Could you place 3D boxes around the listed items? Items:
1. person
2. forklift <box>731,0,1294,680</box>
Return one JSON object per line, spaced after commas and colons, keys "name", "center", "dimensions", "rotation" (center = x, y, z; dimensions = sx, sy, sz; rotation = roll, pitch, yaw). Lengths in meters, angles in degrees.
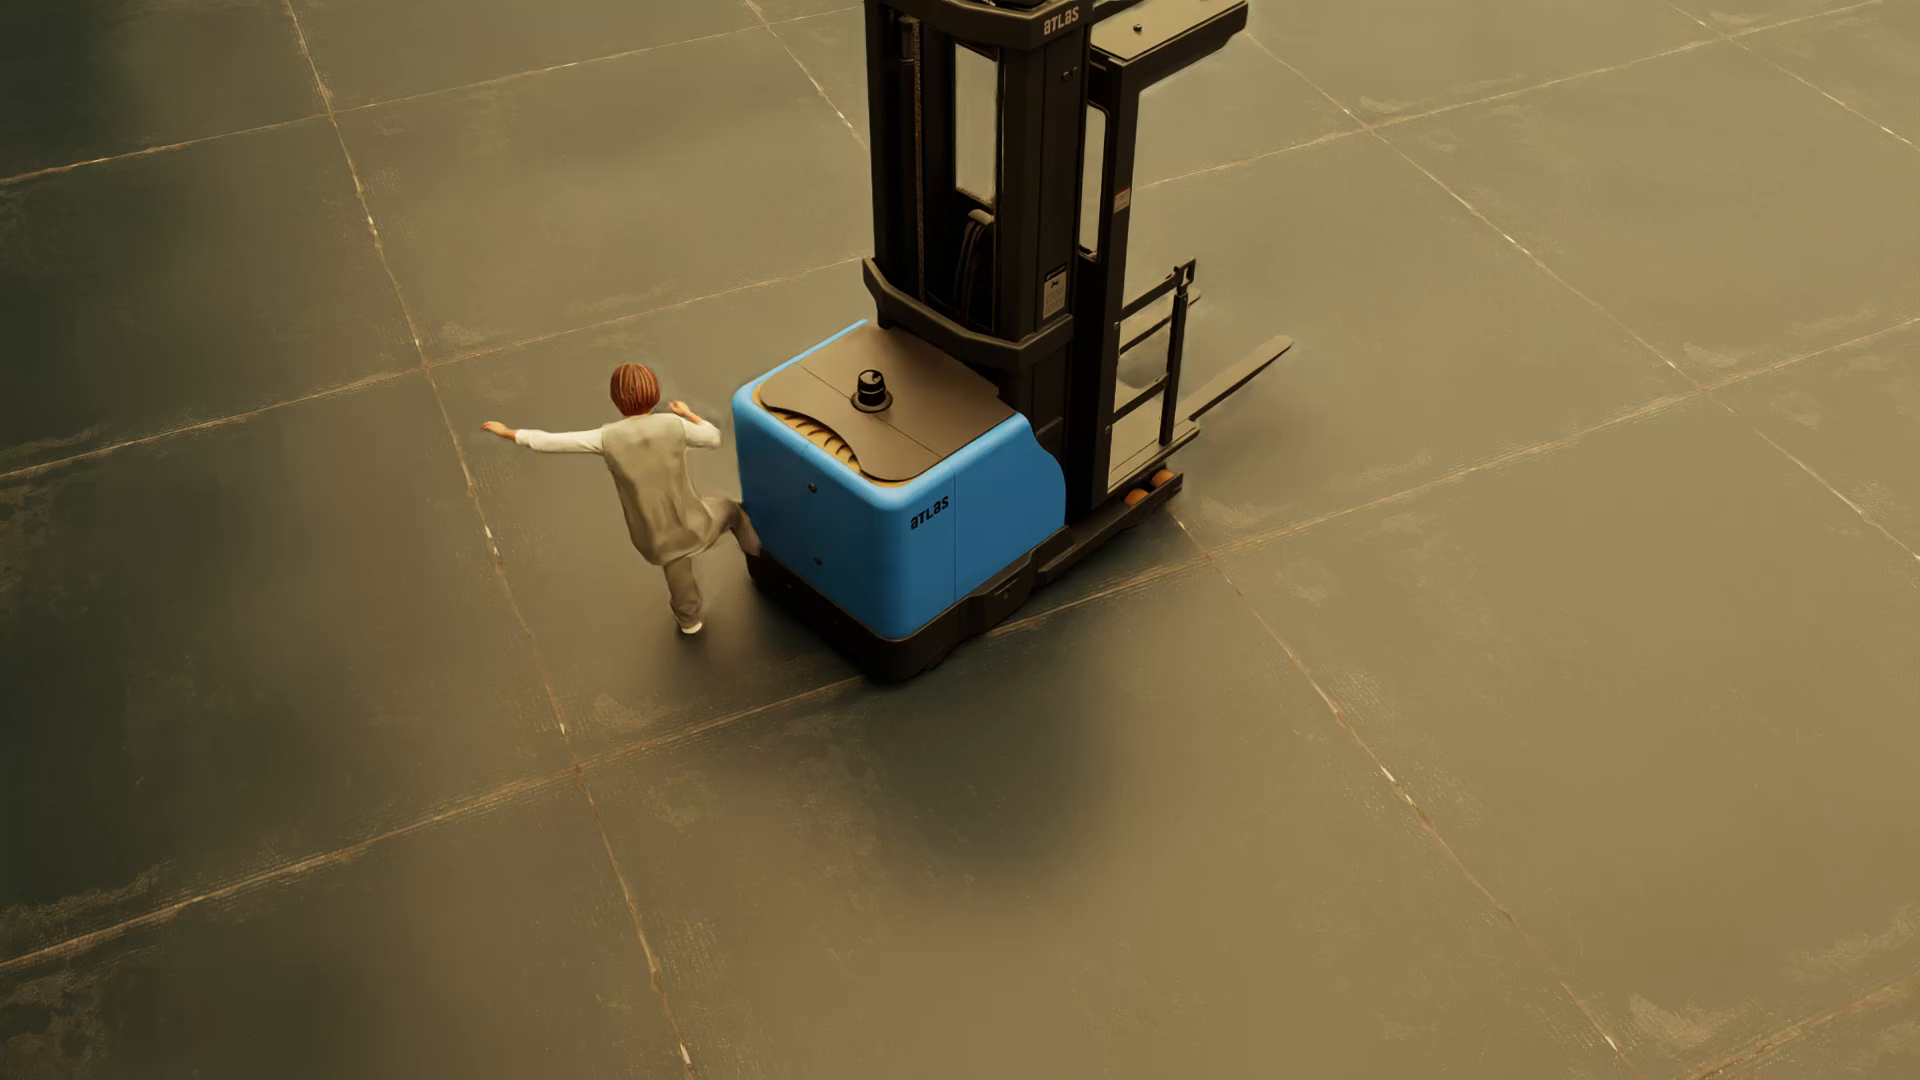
{"name": "person", "center": [-1.270, -0.199, 7.063], "dimensions": [1.309, 1.340, 0.723], "rotation": [-14, 45, -14]}
{"name": "forklift", "center": [0.425, -1.375, 7.154], "dimensions": [1.130, 2.935, 3.031], "rotation": [34, 53, 31]}
